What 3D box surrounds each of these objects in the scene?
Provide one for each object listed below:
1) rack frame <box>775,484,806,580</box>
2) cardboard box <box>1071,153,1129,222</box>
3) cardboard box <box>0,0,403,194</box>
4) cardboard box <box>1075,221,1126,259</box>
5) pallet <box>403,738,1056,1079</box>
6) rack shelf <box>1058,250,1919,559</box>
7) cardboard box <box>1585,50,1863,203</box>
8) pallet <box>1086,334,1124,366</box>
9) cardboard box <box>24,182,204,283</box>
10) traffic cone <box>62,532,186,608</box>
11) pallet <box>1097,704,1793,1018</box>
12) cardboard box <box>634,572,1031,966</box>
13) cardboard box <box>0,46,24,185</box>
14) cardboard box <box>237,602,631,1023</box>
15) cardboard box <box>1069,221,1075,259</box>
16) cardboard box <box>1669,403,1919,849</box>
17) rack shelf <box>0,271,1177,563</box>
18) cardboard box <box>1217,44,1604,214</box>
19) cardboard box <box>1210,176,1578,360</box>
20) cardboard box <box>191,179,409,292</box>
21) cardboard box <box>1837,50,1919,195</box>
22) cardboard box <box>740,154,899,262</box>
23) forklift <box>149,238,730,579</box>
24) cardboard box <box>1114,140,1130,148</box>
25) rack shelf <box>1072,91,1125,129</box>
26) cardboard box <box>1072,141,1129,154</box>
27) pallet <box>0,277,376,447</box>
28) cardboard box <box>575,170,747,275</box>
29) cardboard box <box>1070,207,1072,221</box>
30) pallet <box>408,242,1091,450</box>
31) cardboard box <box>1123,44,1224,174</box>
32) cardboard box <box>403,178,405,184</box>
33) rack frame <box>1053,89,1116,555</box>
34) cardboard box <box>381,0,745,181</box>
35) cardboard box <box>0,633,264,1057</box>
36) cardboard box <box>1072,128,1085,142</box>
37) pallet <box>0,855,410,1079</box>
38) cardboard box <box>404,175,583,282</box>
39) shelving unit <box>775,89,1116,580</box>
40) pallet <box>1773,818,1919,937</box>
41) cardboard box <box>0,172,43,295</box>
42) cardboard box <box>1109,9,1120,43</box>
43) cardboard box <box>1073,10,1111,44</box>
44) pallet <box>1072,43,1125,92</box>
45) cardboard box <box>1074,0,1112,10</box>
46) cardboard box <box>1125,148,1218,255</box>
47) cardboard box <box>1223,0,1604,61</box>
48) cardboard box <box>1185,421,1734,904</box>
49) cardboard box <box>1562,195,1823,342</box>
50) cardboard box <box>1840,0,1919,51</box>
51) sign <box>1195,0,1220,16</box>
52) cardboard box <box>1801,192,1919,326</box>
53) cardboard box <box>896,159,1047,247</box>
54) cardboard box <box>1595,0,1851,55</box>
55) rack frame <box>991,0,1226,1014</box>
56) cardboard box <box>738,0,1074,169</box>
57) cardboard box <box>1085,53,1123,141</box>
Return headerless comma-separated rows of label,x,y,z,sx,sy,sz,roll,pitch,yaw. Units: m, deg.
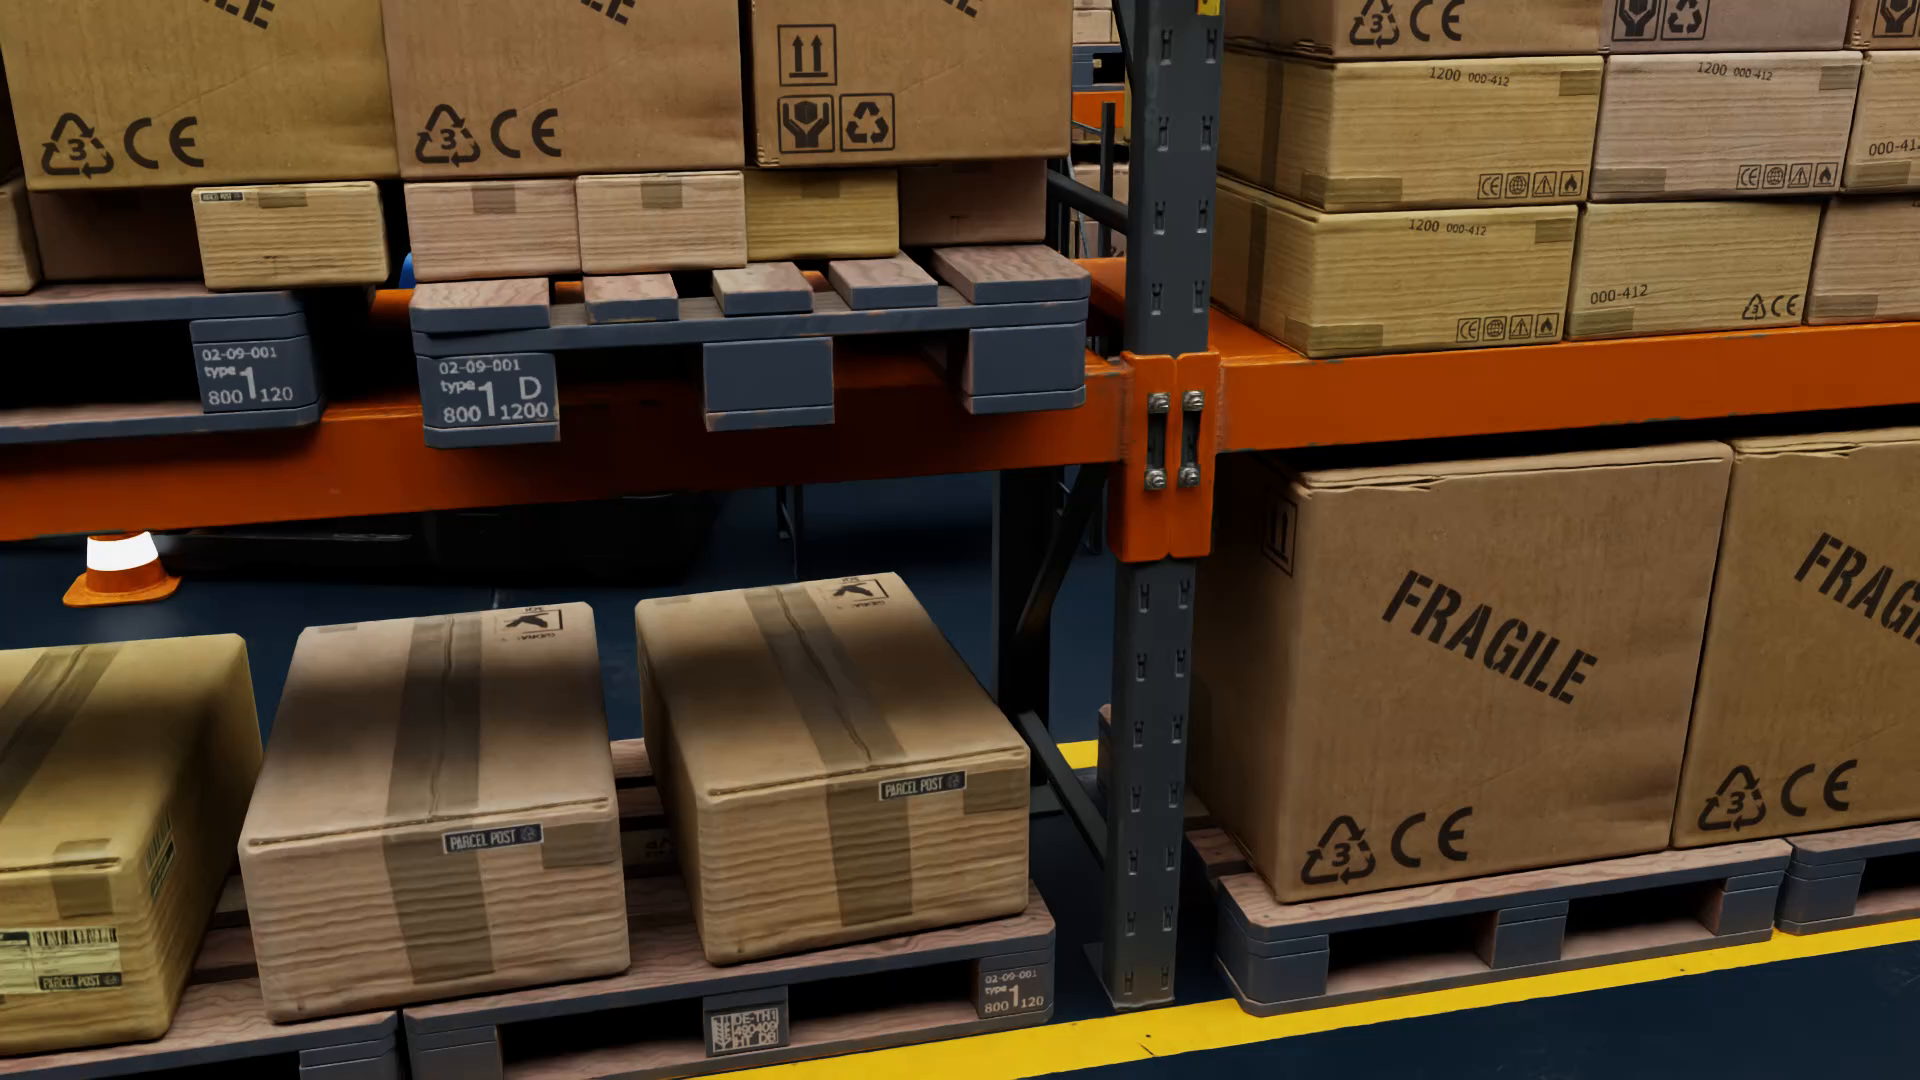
rack frame,-0.578,-0.657,5.428,0.032,1.500,0.500,-5,21,-12
cardboard box,0.718,-1.721,8.086,0.500,0.250,0.500,-4,21,-12
cardboard box,-1.120,-0.818,2.499,0.500,0.500,0.500,-6,21,-16
cardboard box,0.747,-1.374,8.229,0.500,0.500,0.500,-5,21,-14
pallet,-0.511,0.722,3.535,1.213,0.211,1.003,-5,21,-12
rack shelf,2.196,-0.469,3.779,4.000,0.370,1.077,-5,21,-12
cardboard box,1.303,-0.811,3.158,0.500,0.250,0.500,-4,21,-11
pallet,0.959,-1.145,8.632,1.213,0.211,1.003,-5,21,-12
cardboard box,-1.279,-0.521,2.630,0.250,0.149,0.380,-4,21,-12
traffic cone,-2.706,-0.065,5.319,0.334,0.463,0.336,-5,21,-12
pallet,1.035,0.624,3.804,1.213,0.211,1.003,-5,21,-12
cardboard box,-0.302,0.430,3.490,0.625,0.372,0.950,-6,21,-16
cardboard box,-1.651,-0.775,2.381,0.500,0.500,0.500,-6,21,-15
cardboard box,-1.018,0.491,3.323,0.625,0.372,0.950,-5,21,-14
cardboard box,0.248,-1.332,8.114,0.500,0.500,0.500,-4,21,-12
cardboard box,1.810,0.056,3.779,0.875,0.875,0.875,-4,21,-12
rack shelf,-1.696,-0.152,2.915,4.000,0.370,1.077,-5,21,-12
cardboard box,0.800,-0.770,3.047,0.500,0.250,0.500,-5,21,-13
cardboard box,0.784,-0.532,3.125,0.500,0.250,0.500,-5,21,-13
cardboard box,-1.005,-0.499,2.570,0.250,0.149,0.380,-4,21,-12
cardboard box,1.791,-0.846,3.254,0.500,0.250,0.500,-5,21,-13
cardboard box,-0.259,-0.577,2.784,0.250,0.149,0.380,-4,21,-12
forklift,-2.376,-1.429,5.456,3.031,2.935,1.130,1,20,3
cardboard box,1.111,-1.937,8.676,0.500,0.250,0.500,-4,20,-10
rack shelf,0.959,-2.118,8.281,4.000,0.370,1.077,-5,21,-12
cardboard box,0.605,-1.893,8.555,0.500,0.250,0.500,-4,21,-11
pallet,-1.667,-0.388,2.791,1.213,0.211,1.003,-5,21,-12
cardboard box,-0.494,-0.542,2.689,0.250,0.149,0.380,-5,21,-13
cardboard box,0.233,-1.686,7.991,0.500,0.250,0.500,-5,21,-13
pallet,-0.419,-0.466,3.005,1.003,0.211,1.213,-5,21,-12
cardboard box,0.663,-0.936,3.500,0.500,0.250,0.500,-5,21,-13
cardboard box,-0.941,-0.732,3.206,0.250,0.149,0.380,-5,21,-12
rack frame,0.412,-0.738,5.648,0.032,1.500,0.500,-5,21,-12
cardboard box,-0.629,-0.858,2.609,0.500,0.500,0.500,-5,21,-13
cardboard box,-1.758,0.549,3.165,0.625,0.372,0.950,-4,20,-11
cardboard box,0.375,-3.353,13.086,0.875,0.875,1.225,-5,21,-14
pallet,-1.696,0.818,3.275,1.213,0.211,1.003,-5,21,-12
cardboard box,-0.741,-0.525,2.642,0.250,0.149,0.380,-6,21,-15
shelving unit,-0.083,-0.697,5.538,1.048,1.500,0.538,-5,21,-12
pallet,2.220,0.529,4.065,1.213,0.211,1.003,-5,21,-12
cardboard box,-1.504,-0.474,2.501,0.250,0.149,0.380,-5,21,-14
cardboard box,0.784,-2.450,7.896,0.250,0.149,0.380,-4,21,-12
cardboard box,0.539,-2.431,7.844,0.250,0.149,0.380,-4,20,-11
pallet,0.930,-2.377,8.223,1.213,0.211,1.003,-5,21,-12
cardboard box,0.540,-2.571,7.794,0.250,0.149,0.380,-5,21,-12
cardboard box,0.683,-0.705,3.596,0.500,0.250,0.500,-5,21,-14
cardboard box,0.786,-1.122,2.917,0.500,0.500,0.500,-5,21,-14
cardboard box,0.941,0.125,3.590,0.875,0.875,0.875,-5,21,-13
cardboard box,1.280,-0.579,3.252,0.500,0.250,0.500,-5,21,-14
cardboard box,1.774,-1.200,3.131,0.500,0.500,0.500,-4,21,-11
sign,0.384,-0.974,2.544,0.005,0.325,0.100,-5,21,-12
cardboard box,1.792,-0.618,3.360,0.500,0.250,0.500,-4,20,-11
cardboard box,-0.015,-0.623,2.908,0.250,0.149,0.380,-4,20,-10
cardboard box,1.267,-1.164,3.033,0.500,0.500,0.500,-5,21,-12
rack frame,0.250,-0.648,3.223,0.127,3.000,1.000,-5,21,-12
cardboard box,-0.128,-0.903,2.730,0.500,0.500,0.500,-5,21,-14
cardboard box,1.244,-3.424,13.280,0.875,0.875,1.225,-5,21,-12
